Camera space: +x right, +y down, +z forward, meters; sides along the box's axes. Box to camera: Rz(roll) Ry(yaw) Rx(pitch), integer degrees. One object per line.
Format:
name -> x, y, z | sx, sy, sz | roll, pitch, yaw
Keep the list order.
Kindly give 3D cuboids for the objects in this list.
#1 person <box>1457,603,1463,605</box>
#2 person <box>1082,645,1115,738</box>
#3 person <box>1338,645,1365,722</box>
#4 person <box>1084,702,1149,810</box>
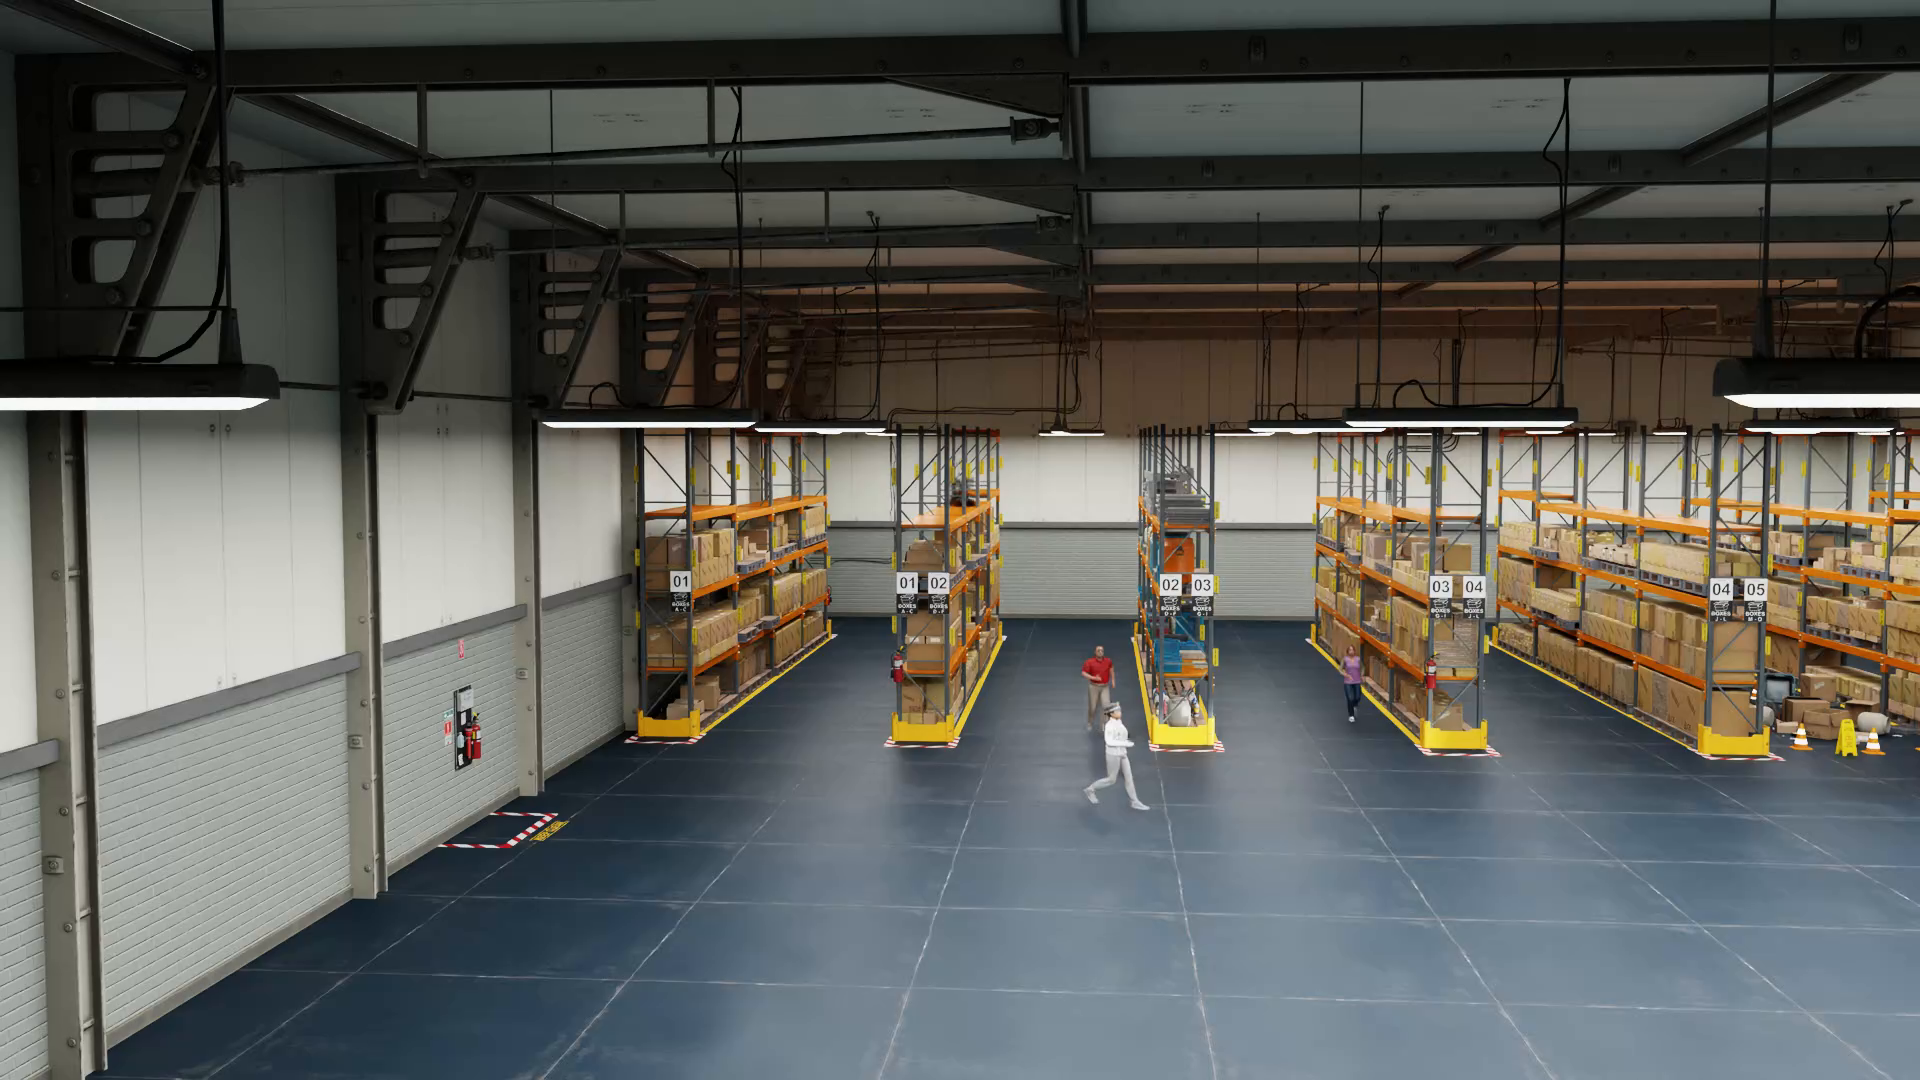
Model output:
person -> 13.933, 2.060, 47.020 | 0.783, 1.593, 0.794 | -3, 4, -36
person -> 2.671, 2.914, 32.087 | 0.683, 1.789, 0.813 | -1, 4, -12
person -> 7.925, 2.901, 33.613 | 0.555, 1.554, 0.556 | 0, 3, 5
person -> 2.421, 3.301, 25.561 | 1.022, 1.655, 0.626 | 2, 4, 28
